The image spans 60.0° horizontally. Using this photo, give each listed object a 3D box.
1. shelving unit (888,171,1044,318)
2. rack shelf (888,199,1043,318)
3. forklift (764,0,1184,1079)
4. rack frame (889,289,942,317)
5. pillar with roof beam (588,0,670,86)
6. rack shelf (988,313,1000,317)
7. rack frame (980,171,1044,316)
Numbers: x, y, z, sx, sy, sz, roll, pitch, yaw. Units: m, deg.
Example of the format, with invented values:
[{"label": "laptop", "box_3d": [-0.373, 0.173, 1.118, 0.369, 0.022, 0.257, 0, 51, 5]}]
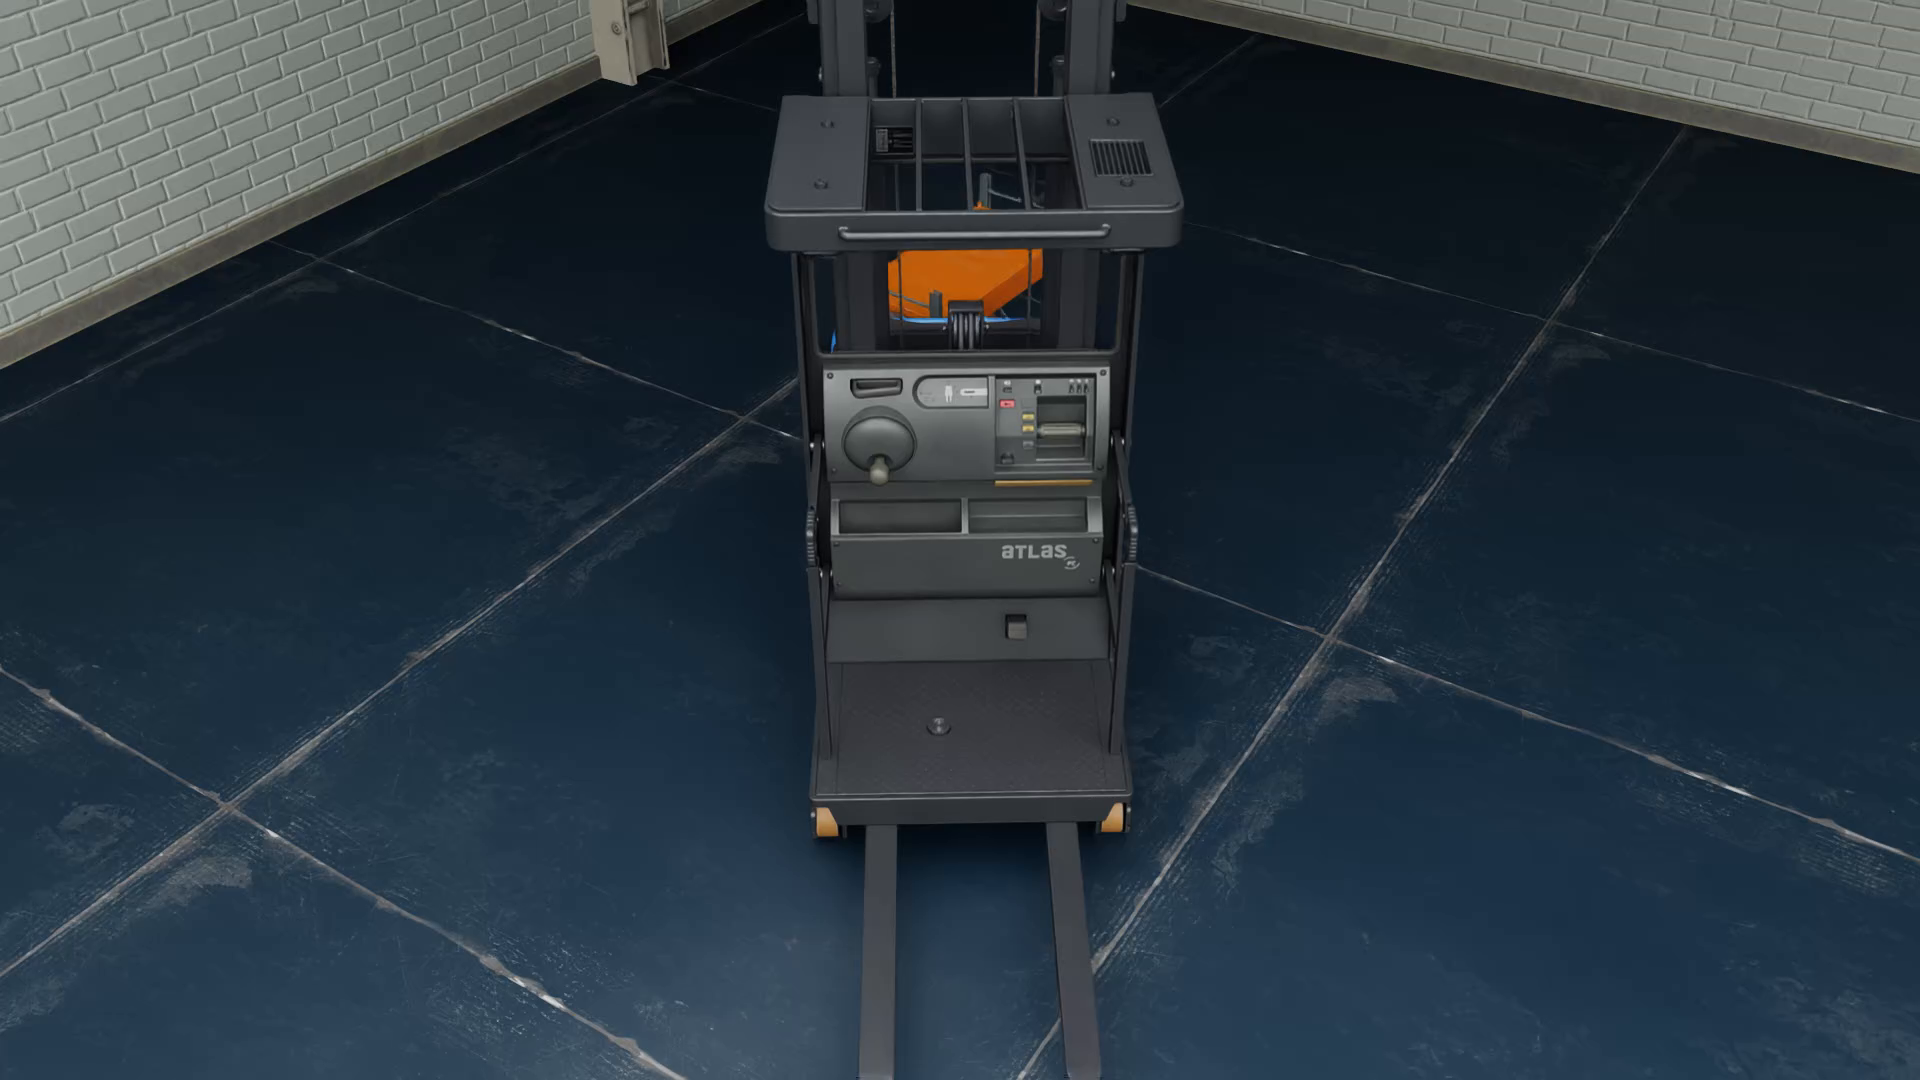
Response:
[{"label": "shelving unit", "box_3d": [0.010, -0.891, 7.484, 0.538, 1.125, 1.048, 23, 43, 27]}, {"label": "rack shelf", "box_3d": [0.010, -1.122, 7.305, 0.538, 0.278, 1.000, 23, 43, 27]}, {"label": "forklift", "box_3d": [0.029, -0.308, 5.249, 1.130, 2.935, 3.031, -1, 38, -1]}, {"label": "rack frame", "box_3d": [-0.284, -0.637, 7.155, 0.500, 1.125, 0.032, 23, 43, 27]}, {"label": "pillar with roof beam", "box_3d": [1.400, -5.372, 6.849, 9.100, 9.000, 0.400, 21, 42, 25]}, {"label": "rack shelf", "box_3d": [0.010, -0.697, 7.633, 0.538, 0.278, 1.000, 23, 43, 27]}, {"label": "rack frame", "box_3d": [0.303, -1.144, 7.813, 0.500, 1.125, 0.032, 23, 43, 27]}]
